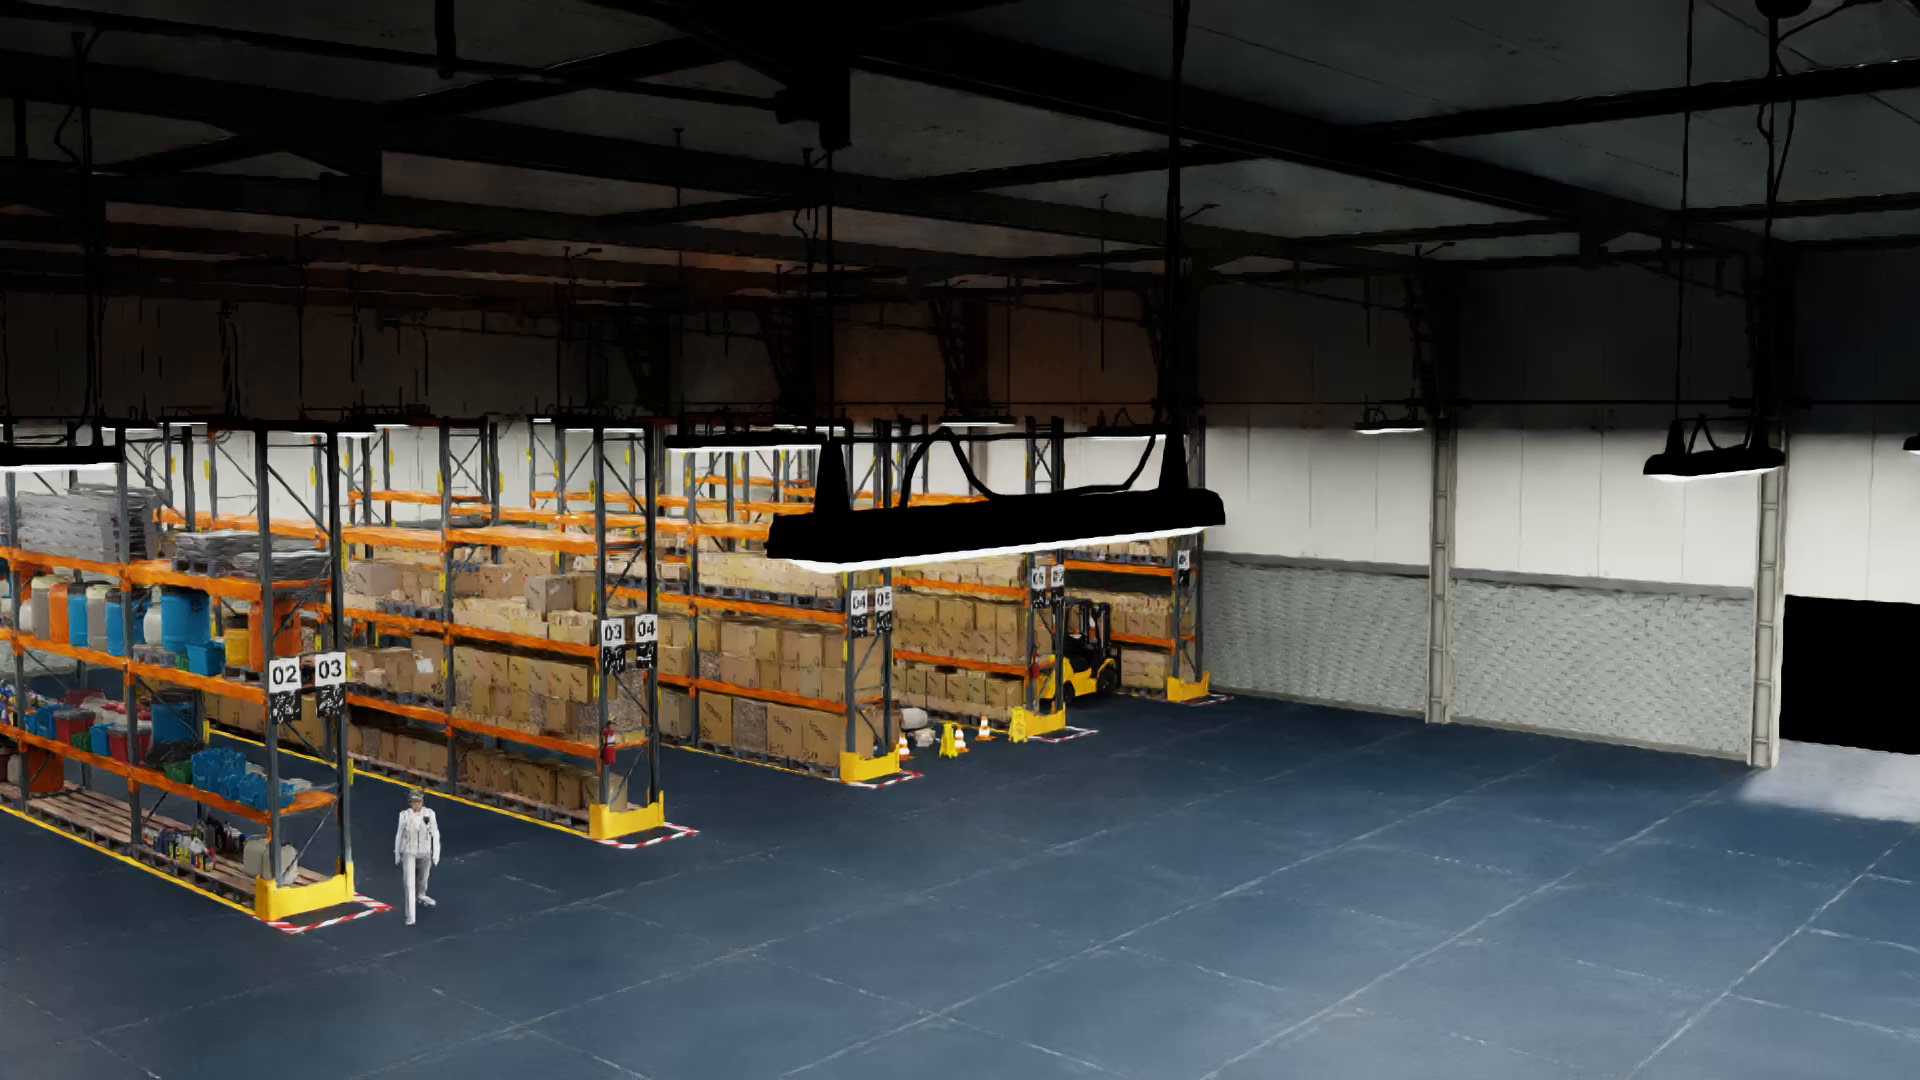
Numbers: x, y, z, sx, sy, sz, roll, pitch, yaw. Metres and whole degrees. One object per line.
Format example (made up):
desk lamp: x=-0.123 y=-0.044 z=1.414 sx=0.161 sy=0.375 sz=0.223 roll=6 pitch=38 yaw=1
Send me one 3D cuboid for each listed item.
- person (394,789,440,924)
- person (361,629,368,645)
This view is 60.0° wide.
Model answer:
person: x=-6.669 y=3.822 z=20.447 sx=0.523 sy=1.614 sz=0.943 roll=-2 pitch=5 yaw=-27
person: x=-14.904 y=1.982 z=41.900 sx=0.611 sy=1.753 sz=0.579 roll=-1 pitch=5 yaw=-13
